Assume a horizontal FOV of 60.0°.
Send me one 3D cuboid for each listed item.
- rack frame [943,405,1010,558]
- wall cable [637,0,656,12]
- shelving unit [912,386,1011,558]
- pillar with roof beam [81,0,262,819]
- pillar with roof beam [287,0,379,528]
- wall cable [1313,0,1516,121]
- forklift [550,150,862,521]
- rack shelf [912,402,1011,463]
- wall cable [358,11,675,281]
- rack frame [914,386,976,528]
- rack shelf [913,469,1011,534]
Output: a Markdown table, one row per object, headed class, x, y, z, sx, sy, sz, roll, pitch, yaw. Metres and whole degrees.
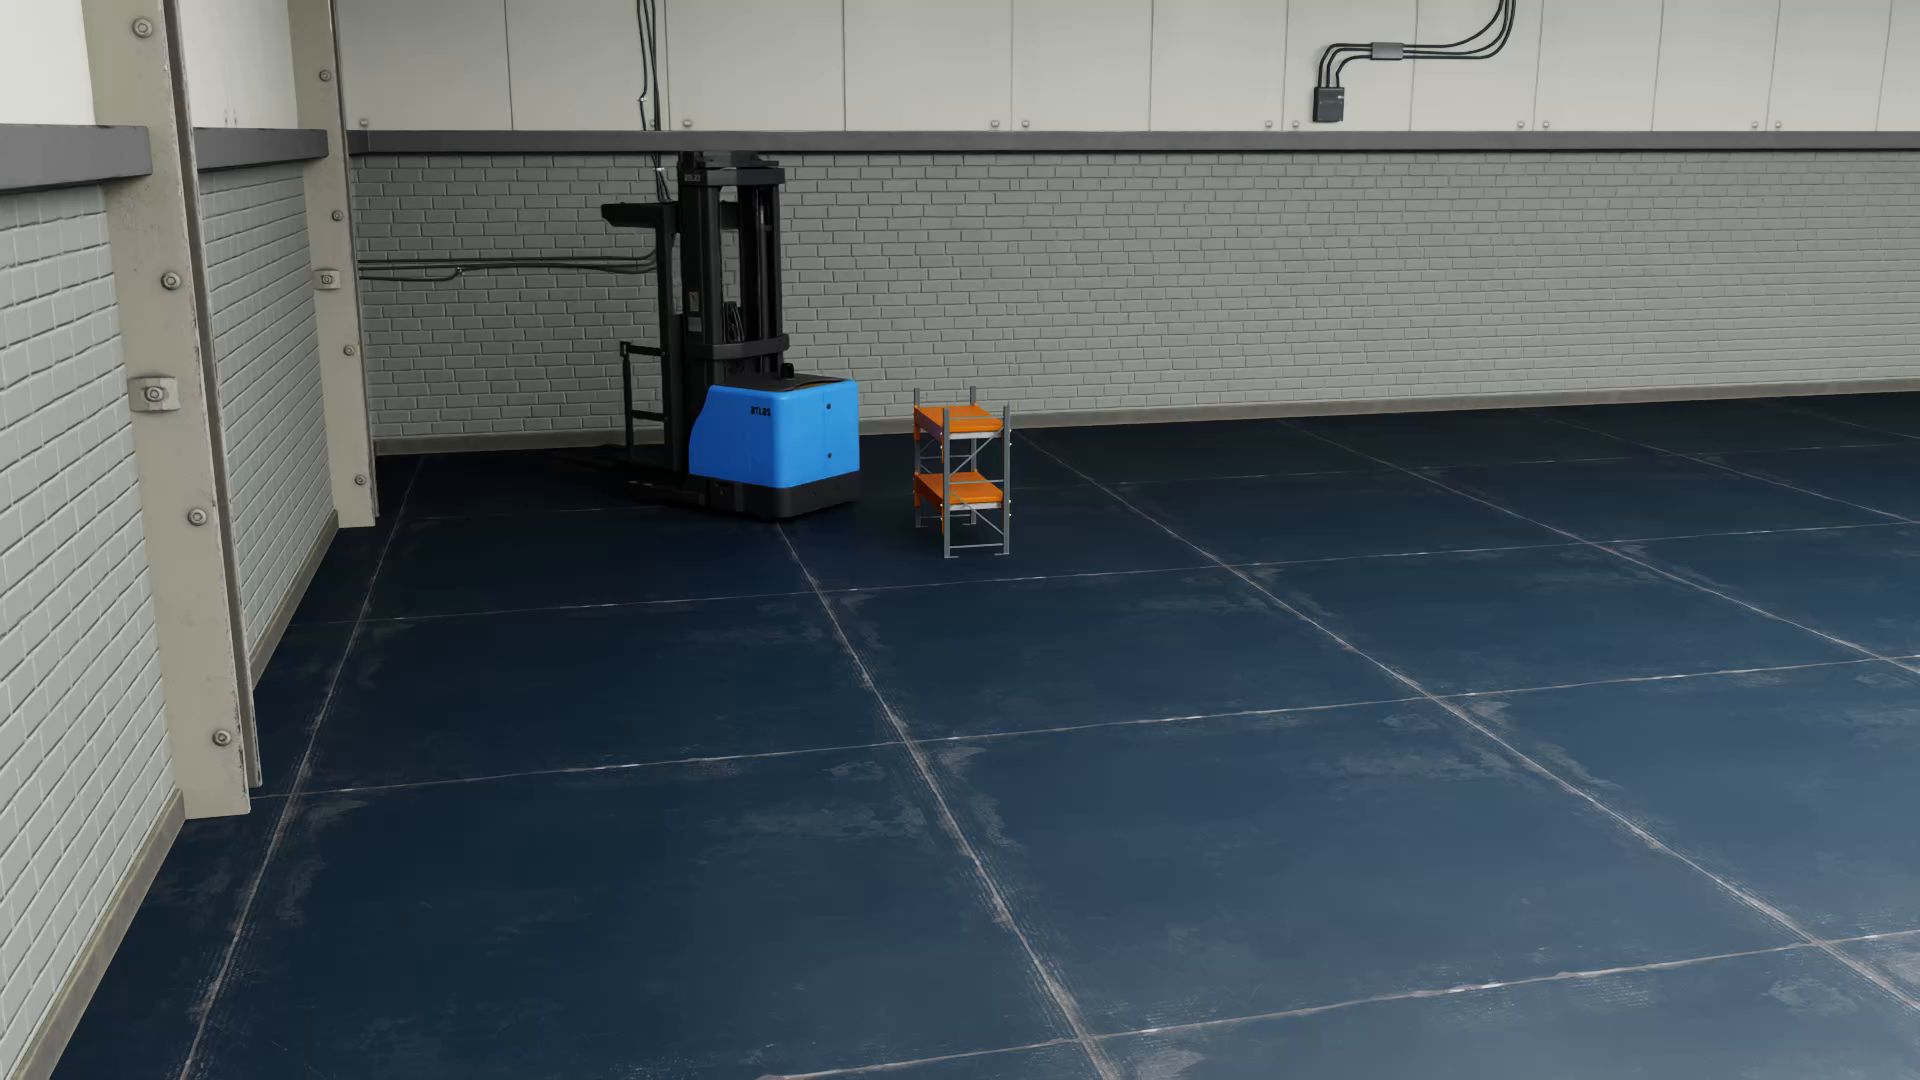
| class | x | y | z | sx | sy | sz | roll | pitch | yaw |
| --- | --- | --- | --- | --- | --- | --- | --- | --- | --- |
| rack frame | 0.121 | -0.428 | 12.307 | 0.500 | 1.125 | 0.032 | -3 | 14 | -13 |
| wall cable | -1.687 | -6.370 | 15.943 | 3.097 | 2.526 | 0.112 | -3 | 14 | -13 |
| shelving unit | 0.002 | -0.545 | 12.787 | 0.538 | 1.125 | 1.048 | -3 | 14 | -13 |
| pillar with roof beam | 0.684 | -3.377 | 7.789 | 9.100 | 9.000 | 0.400 | -3 | 14 | -13 |
| pillar with roof beam | -0.725 | -4.761 | 13.455 | 9.100 | 9.000 | 0.400 | -3 | 14 | -13 |
| wall cable | 4.915 | -7.452 | 17.304 | 2.305 | 6.003 | 0.169 | -3 | 14 | -13 |
| forklift | -2.322 | -1.835 | 14.262 | 3.031 | 2.935 | 1.130 | 10 | 17 | 35 |
| rack shelf | 0.002 | -0.829 | 12.718 | 0.538 | 0.278 | 1.000 | -3 | 14 | -13 |
| wall cable | -4.316 | -3.766 | 15.925 | 3.097 | 2.526 | 0.112 | -3 | 14 | -13 |
| rack frame | -0.118 | -0.662 | 13.267 | 0.500 | 1.125 | 0.032 | -3 | 14 | -13 |
| rack shelf | 0.002 | -0.307 | 12.845 | 0.538 | 0.278 | 1.000 | -3 | 14 | -13 |
